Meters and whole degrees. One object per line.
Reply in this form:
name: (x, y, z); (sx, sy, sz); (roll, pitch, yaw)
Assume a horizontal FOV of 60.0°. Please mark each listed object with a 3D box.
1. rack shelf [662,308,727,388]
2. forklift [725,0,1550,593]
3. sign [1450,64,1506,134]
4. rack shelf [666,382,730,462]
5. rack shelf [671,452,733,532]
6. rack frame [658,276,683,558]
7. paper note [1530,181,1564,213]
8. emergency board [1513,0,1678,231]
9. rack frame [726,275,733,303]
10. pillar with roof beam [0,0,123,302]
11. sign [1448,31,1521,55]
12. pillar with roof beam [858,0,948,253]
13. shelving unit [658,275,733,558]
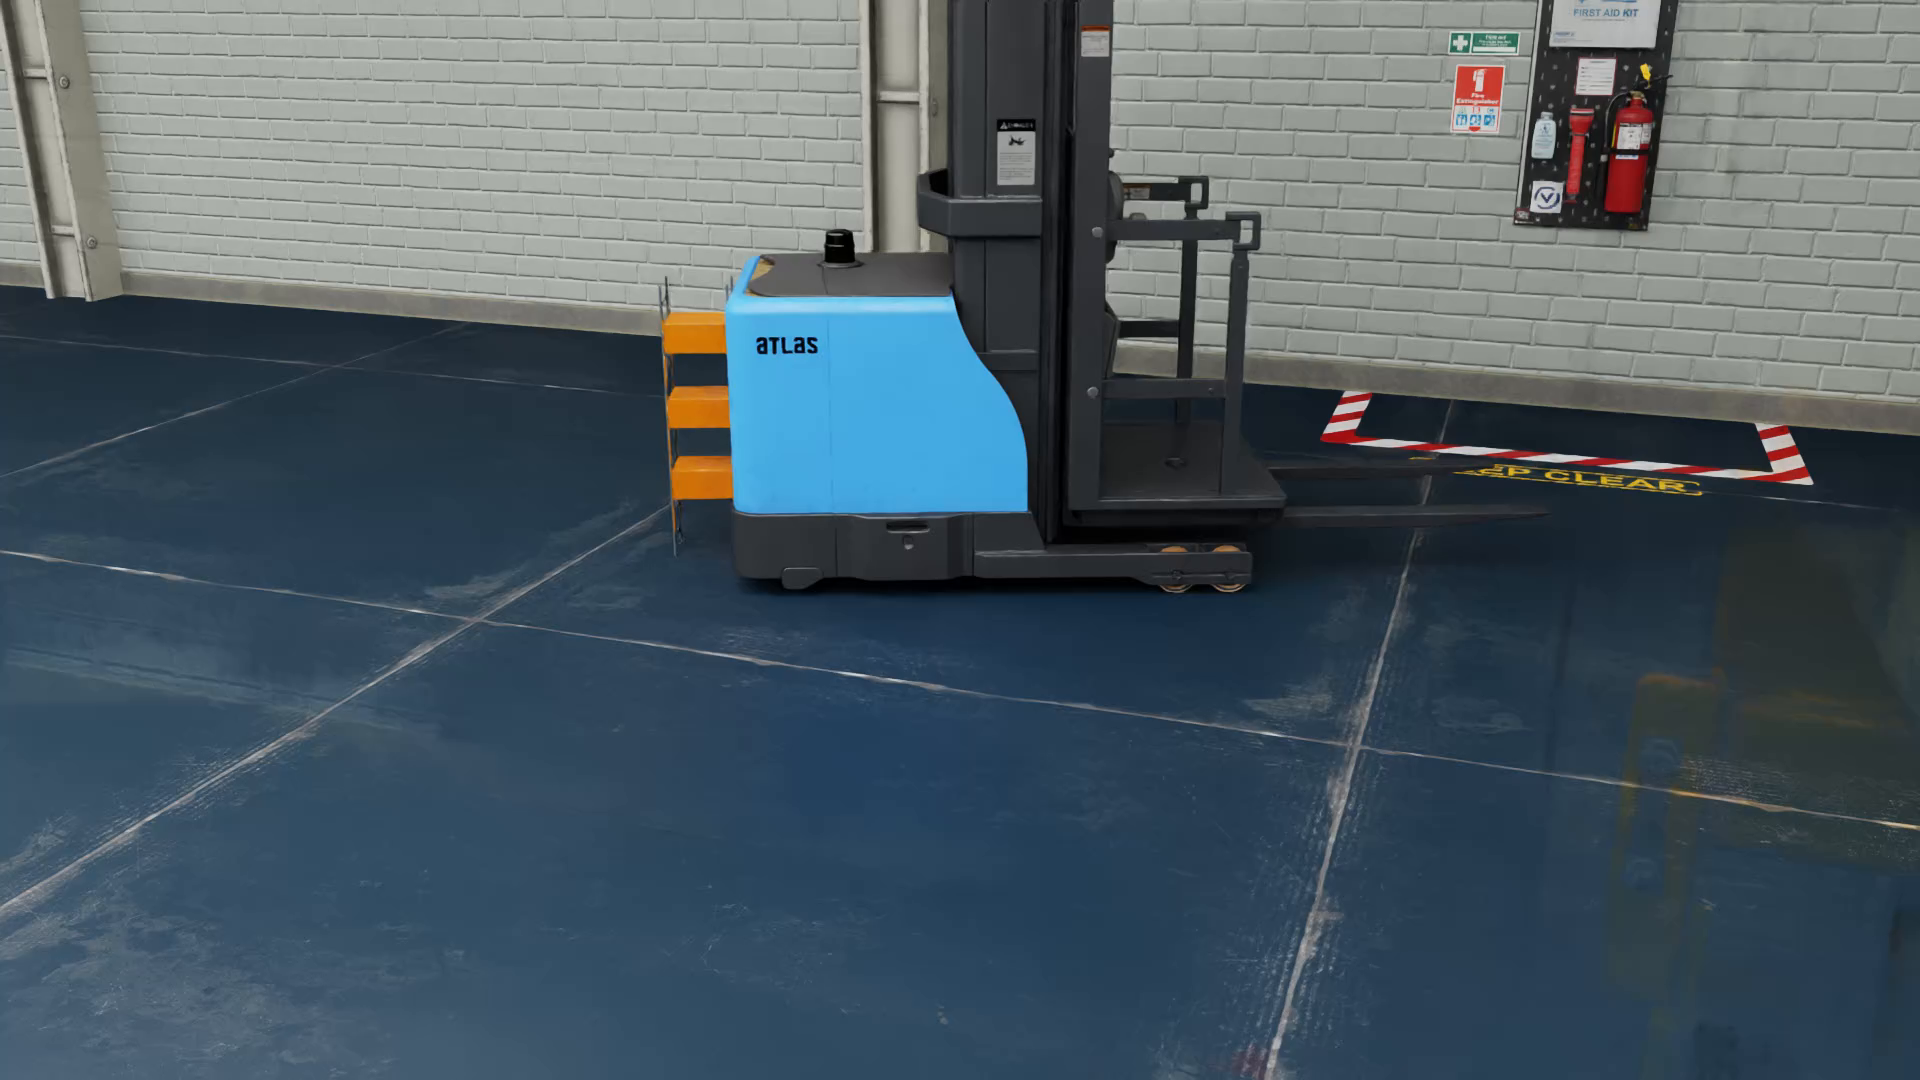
rack shelf: (-0.973, -0.719, 6.213); (0.240, 0.259, 0.215); (-1, 19, -2)
forklift: (0.674, -1.366, 6.042); (3.031, 2.935, 1.130); (-1, 19, -2)
sign: (2.556, -2.178, 8.214); (0.234, 0.329, 0.001); (7, 20, 18)
rack shelf: (-0.973, -0.451, 6.307); (0.240, 0.259, 0.215); (-1, 19, -2)
rack shelf: (-0.973, -0.188, 6.398); (0.240, 0.259, 0.215); (-1, 19, -2)
rack frame: (-1.095, -0.459, 6.299); (0.008, 1.050, 0.200); (-1, 19, -2)
paper note: (2.900, -1.694, 8.218); (0.142, 0.148, 0.016); (7, 20, 18)
emergency board: (3.045, -2.070, 7.957); (0.643, 1.169, 0.194); (7, 20, 18)
rack frame: (-0.851, -0.462, 6.307); (0.008, 1.050, 0.200); (-1, 19, -2)
pillar with roof beam: (-7.381, -4.581, 6.048); (0.400, 9.000, 9.100); (7, 20, 18)
sign: (2.558, -2.425, 8.118); (0.331, 0.109, 0.001); (7, 20, 18)
pillar with roof beam: (-1.714, -3.933, 4.189); (0.400, 9.000, 9.100); (7, 20, 18)
shelving unit: (-0.973, -0.461, 6.303); (0.252, 1.050, 0.215); (-1, 19, -2)
